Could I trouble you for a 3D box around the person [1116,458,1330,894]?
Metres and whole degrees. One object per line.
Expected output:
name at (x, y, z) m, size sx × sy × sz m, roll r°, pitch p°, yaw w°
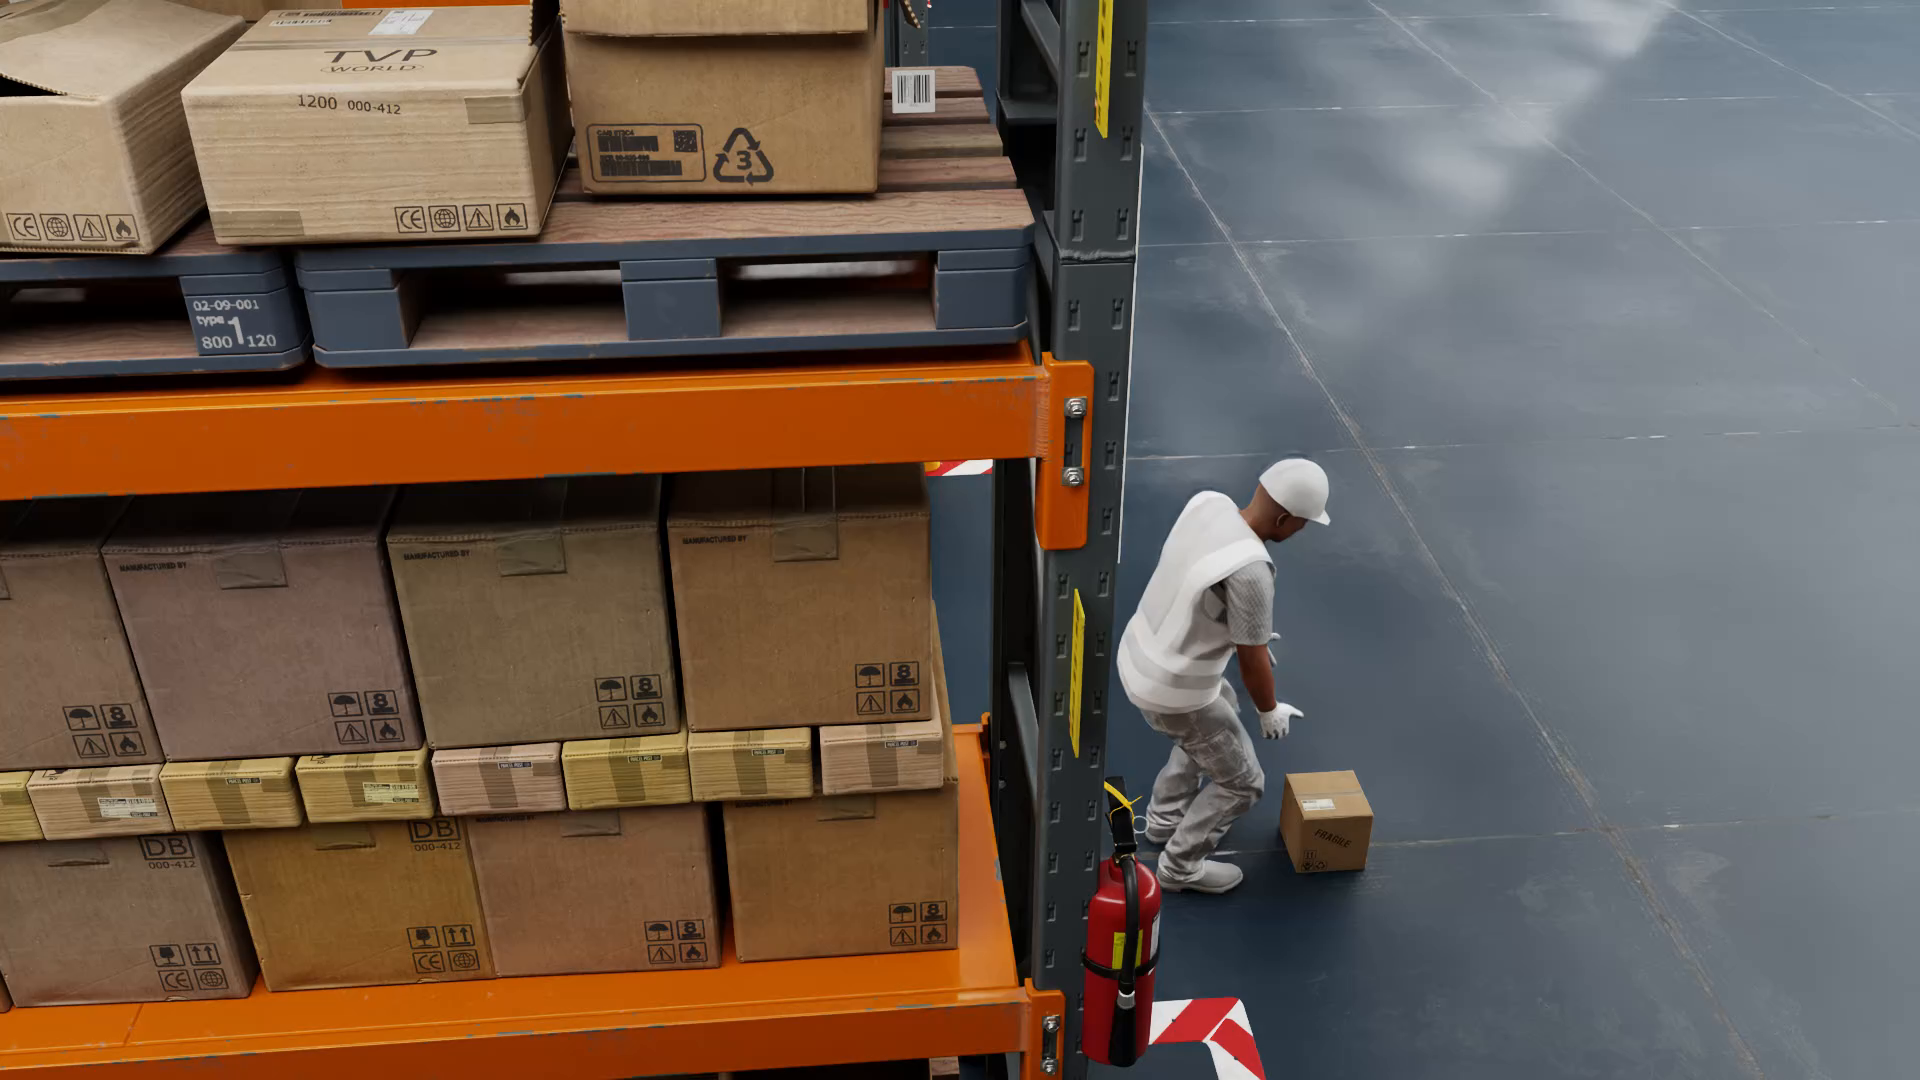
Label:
person at (0.854, 0.438, 5.582) m, size 0.652 × 1.578 × 0.604 m, roll -2°, pitch 31°, yaw -4°
